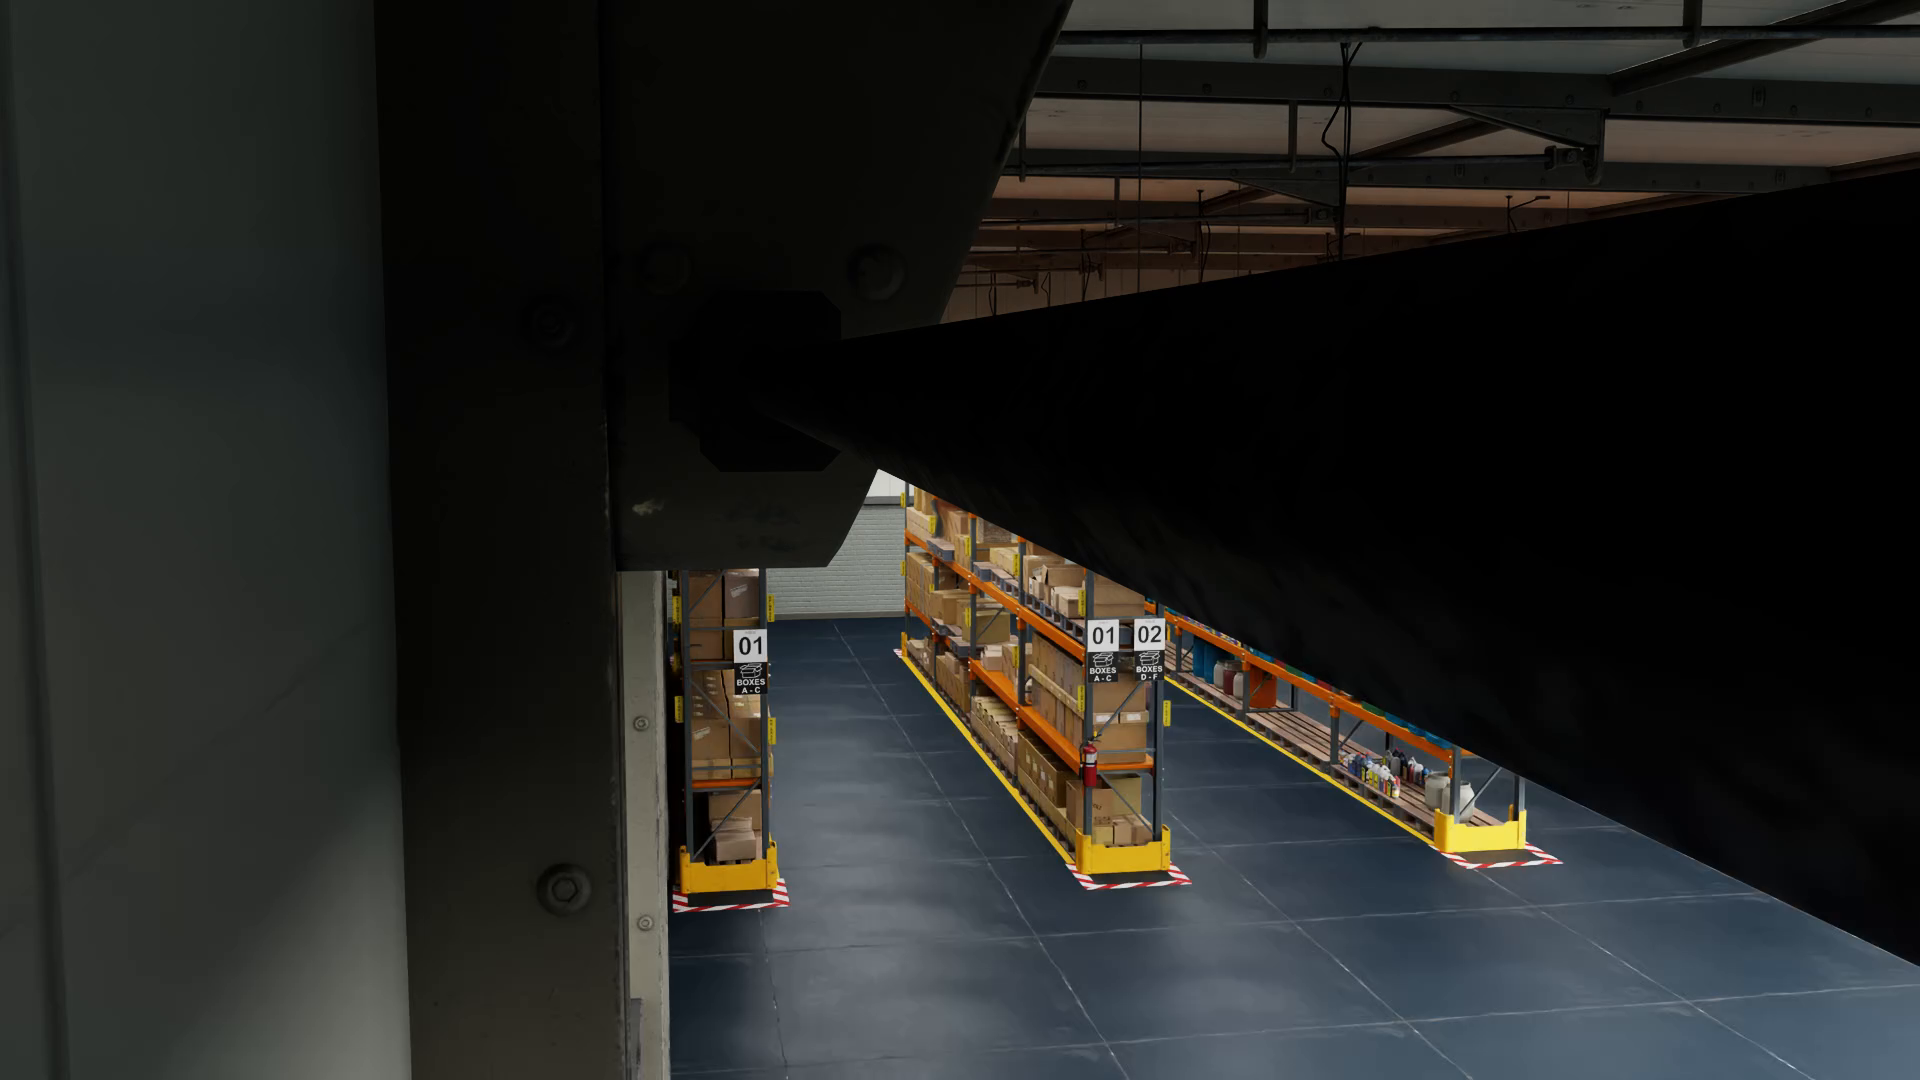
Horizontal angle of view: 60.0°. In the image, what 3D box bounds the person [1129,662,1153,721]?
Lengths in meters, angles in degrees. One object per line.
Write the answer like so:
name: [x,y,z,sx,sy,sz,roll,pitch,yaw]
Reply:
person: [3.202,2.474,29.404,0.508,1.643,0.647,1,6,9]
